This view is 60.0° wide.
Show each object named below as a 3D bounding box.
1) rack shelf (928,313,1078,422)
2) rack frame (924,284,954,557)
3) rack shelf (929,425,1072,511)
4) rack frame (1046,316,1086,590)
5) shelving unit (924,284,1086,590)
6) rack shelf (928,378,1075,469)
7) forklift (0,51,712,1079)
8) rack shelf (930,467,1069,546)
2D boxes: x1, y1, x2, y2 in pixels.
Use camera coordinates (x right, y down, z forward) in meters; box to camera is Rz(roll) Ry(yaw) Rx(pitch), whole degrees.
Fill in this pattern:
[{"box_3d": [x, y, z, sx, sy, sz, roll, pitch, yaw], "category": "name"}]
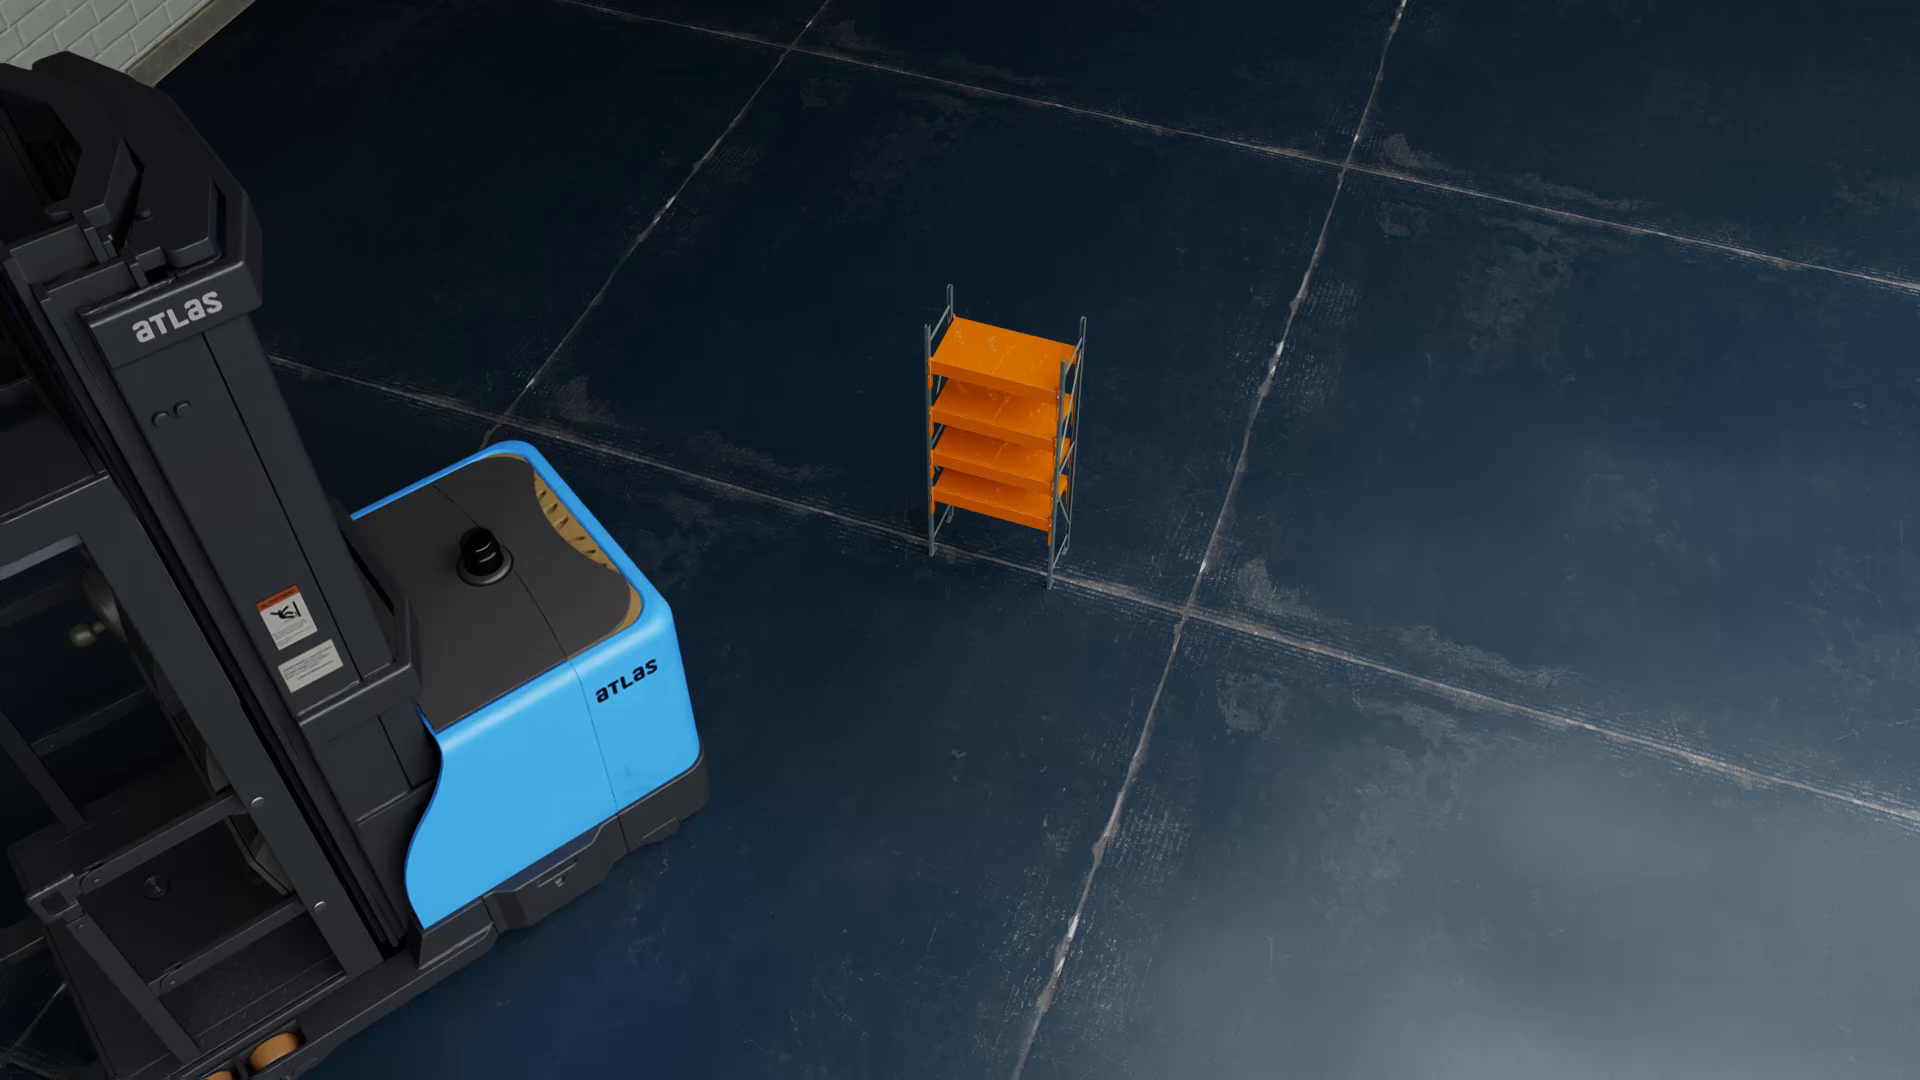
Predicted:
[{"box_3d": [0.155, -0.607, 5.829, 0.480, 0.148, 0.258, 16, 51, 13], "category": "rack shelf"}, {"box_3d": [-0.074, -0.414, 6.181, 0.015, 1.200, 0.240, 16, 51, 13], "category": "rack frame"}, {"box_3d": [0.155, -0.306, 6.176, 0.480, 0.148, 0.258, 16, 51, 13], "category": "rack shelf"}, {"box_3d": [0.384, -0.286, 6.070, 0.015, 1.200, 0.240, 16, 51, 13], "category": "rack frame"}, {"box_3d": [0.155, -0.350, 6.126, 0.503, 1.200, 0.258, 16, 51, 13], "category": "shelving unit"}, {"box_3d": [0.155, -0.452, 6.007, 0.480, 0.148, 0.258, 16, 51, 13], "category": "rack shelf"}, {"box_3d": [-2.334, 0.358, 4.367, 3.031, 2.935, 1.130, -30, 56, -24], "category": "forklift"}, {"box_3d": [0.155, -0.176, 6.326, 0.480, 0.148, 0.258, 16, 51, 13], "category": "rack shelf"}]
